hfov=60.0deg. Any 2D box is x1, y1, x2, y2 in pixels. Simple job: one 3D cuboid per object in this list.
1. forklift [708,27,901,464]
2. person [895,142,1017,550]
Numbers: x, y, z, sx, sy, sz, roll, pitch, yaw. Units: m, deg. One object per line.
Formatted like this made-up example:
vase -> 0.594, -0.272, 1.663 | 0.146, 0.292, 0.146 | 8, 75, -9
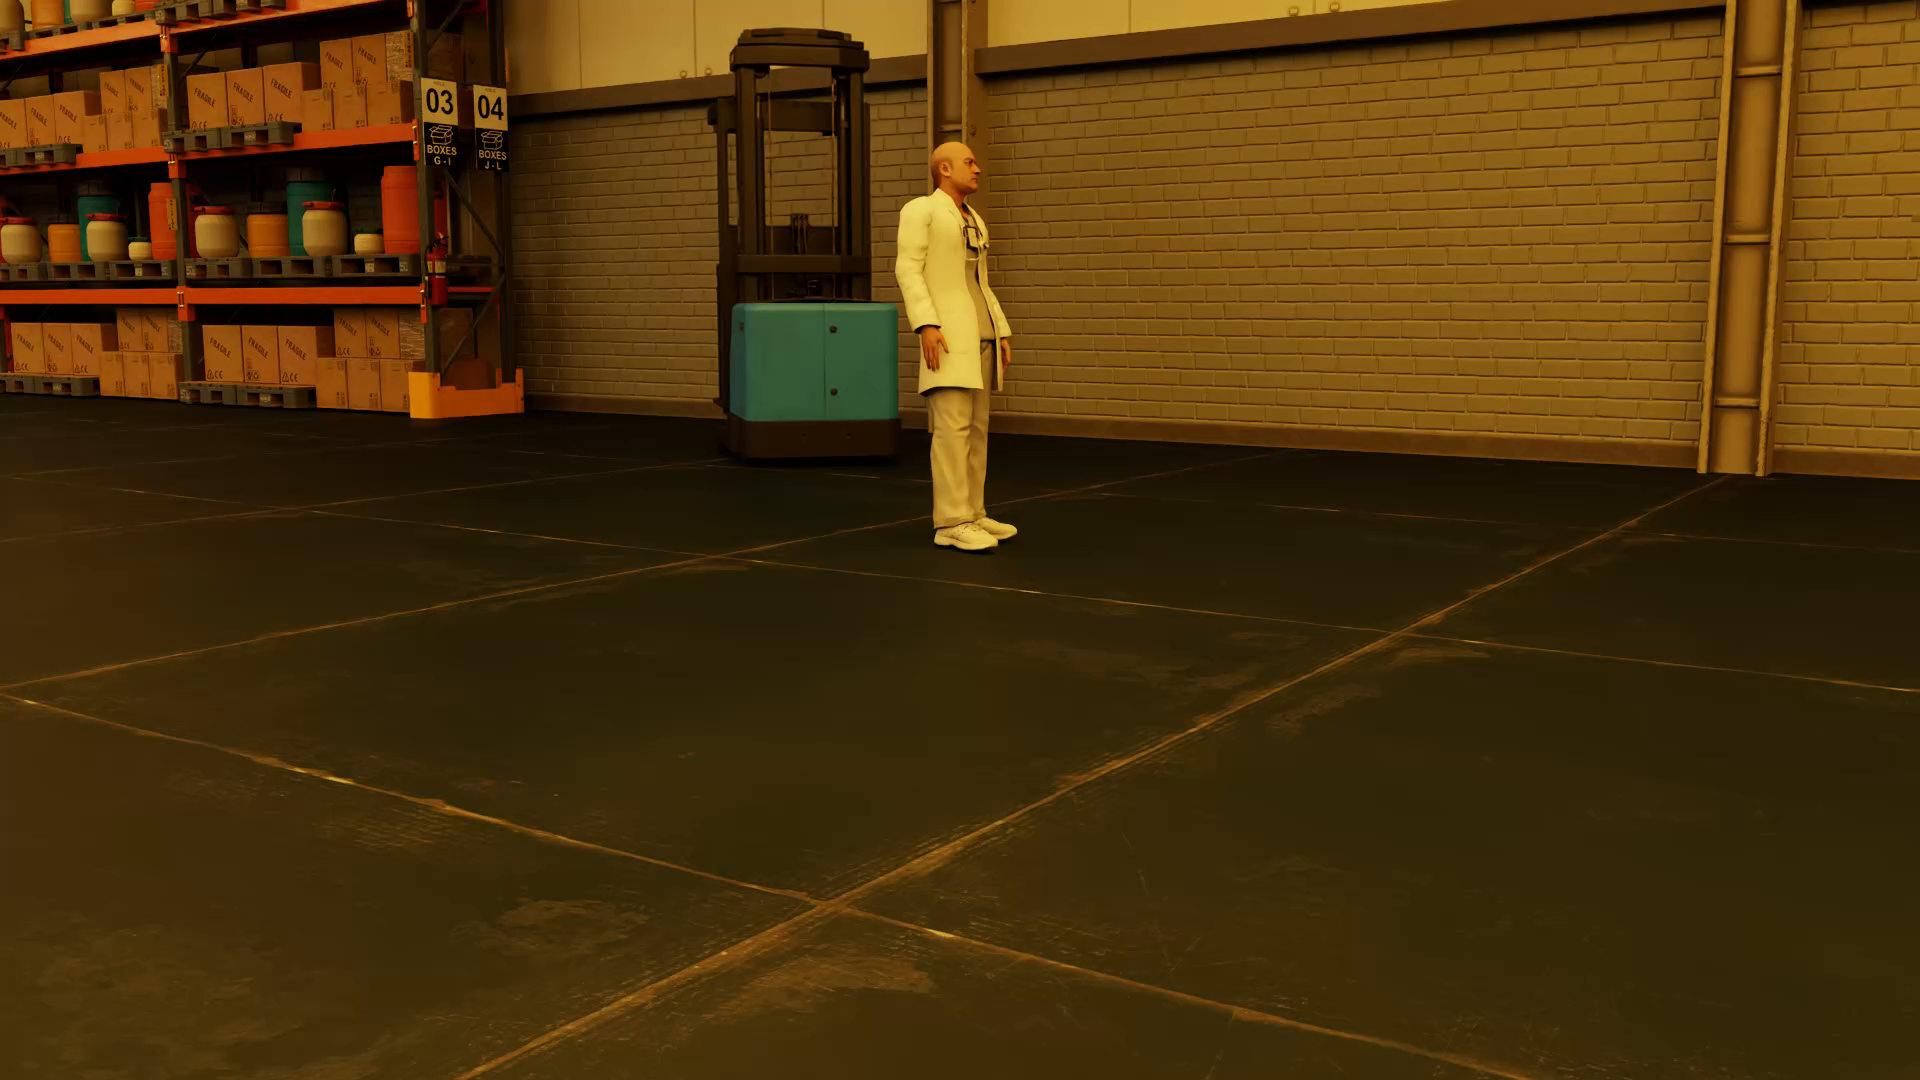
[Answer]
forklift -> -1.244, -2.133, 12.194 | 1.130, 2.935, 3.031 | -2, 8, -14
person -> 0.072, -0.880, 7.423 | 0.581, 1.776, 0.696 | 5, 10, 34
